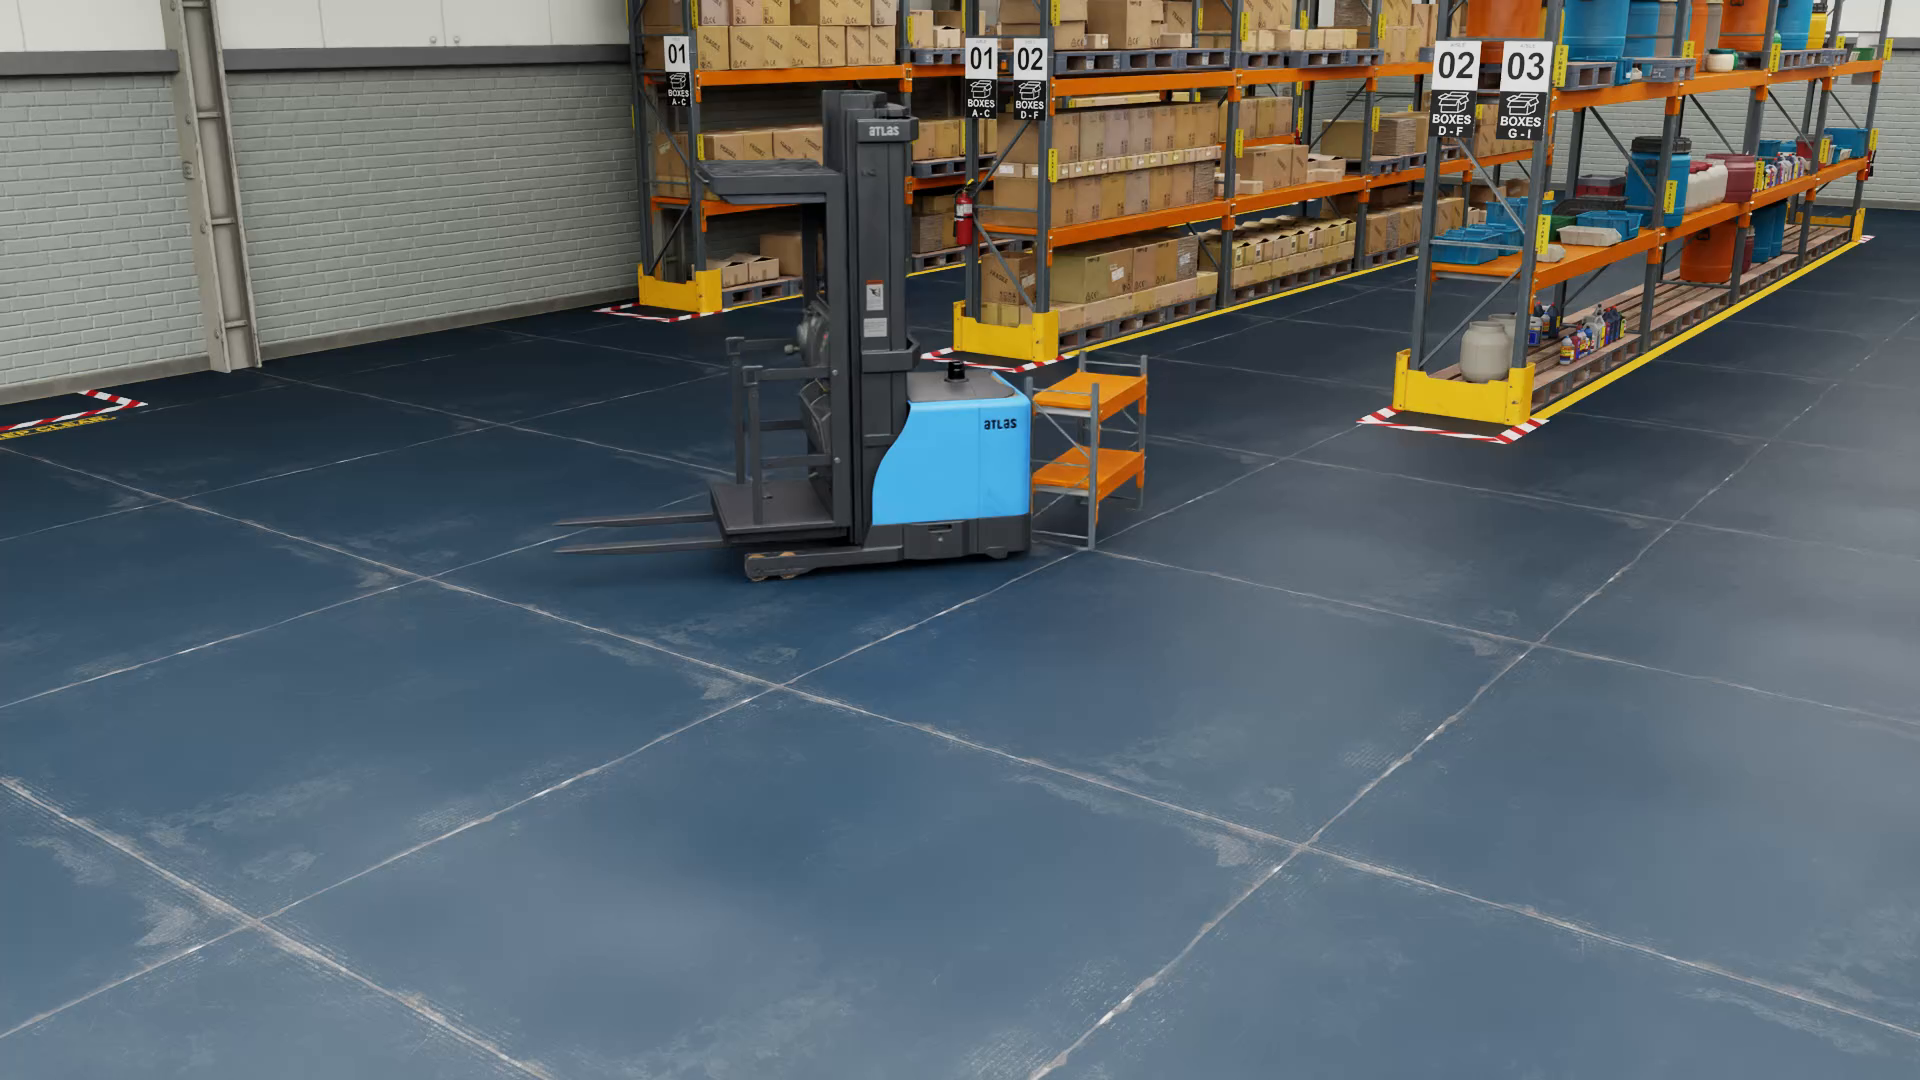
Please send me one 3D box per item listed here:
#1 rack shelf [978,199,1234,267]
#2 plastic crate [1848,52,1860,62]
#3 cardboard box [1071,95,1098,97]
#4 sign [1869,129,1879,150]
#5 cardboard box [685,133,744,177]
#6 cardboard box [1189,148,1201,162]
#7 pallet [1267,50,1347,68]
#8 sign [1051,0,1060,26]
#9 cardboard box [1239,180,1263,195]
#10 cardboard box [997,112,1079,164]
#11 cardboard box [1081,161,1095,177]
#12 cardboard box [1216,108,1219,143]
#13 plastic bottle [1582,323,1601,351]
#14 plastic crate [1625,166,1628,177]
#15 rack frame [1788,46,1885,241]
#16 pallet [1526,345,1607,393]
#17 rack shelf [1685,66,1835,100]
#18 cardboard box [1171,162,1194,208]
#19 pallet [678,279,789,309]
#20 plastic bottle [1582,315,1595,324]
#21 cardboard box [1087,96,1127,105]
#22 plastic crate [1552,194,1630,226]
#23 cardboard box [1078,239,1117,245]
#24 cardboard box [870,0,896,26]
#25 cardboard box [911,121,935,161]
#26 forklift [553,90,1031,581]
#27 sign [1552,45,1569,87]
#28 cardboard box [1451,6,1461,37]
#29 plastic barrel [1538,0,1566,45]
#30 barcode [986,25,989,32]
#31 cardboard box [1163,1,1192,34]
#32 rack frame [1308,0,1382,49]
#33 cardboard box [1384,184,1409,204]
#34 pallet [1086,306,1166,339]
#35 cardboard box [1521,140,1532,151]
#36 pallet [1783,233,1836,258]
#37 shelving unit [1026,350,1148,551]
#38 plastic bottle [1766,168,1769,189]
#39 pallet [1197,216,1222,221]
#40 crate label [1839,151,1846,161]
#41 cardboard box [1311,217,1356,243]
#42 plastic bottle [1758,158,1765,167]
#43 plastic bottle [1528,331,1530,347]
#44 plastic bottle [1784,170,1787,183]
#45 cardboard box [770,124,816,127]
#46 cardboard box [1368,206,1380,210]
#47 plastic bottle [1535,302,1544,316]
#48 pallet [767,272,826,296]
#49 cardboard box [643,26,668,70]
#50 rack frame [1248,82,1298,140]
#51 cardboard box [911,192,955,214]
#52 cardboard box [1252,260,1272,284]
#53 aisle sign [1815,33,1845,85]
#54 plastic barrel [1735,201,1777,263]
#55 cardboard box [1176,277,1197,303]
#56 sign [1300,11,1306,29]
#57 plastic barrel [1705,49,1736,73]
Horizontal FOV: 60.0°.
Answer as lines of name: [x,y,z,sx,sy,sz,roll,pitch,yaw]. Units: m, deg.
rack shelf: [1.683,-3.546,18.817,1.077,0.370,4.000,12,21,35]
plastic crate: [12.969,-7.118,24.495,0.437,0.136,0.530,12,21,35]
cardboard box: [1.959,-7.148,27.237,0.500,0.250,0.500,12,21,33]
sign: [14.452,-6.332,26.302,0.100,0.325,0.005,12,21,35]
cardboard box: [-2.964,-4.644,20.095,0.500,0.500,0.500,12,21,35]
cardboard box: [2.582,-4.499,19.412,0.380,0.149,0.250,12,21,33]
pallet: [4.261,-6.216,21.464,1.003,0.211,1.213,14,22,37]
sign: [0.933,-5.201,16.270,0.100,0.325,0.005,12,21,35]
cardboard box: [3.567,-4.421,20.845,0.380,0.149,0.250,12,21,35]
cardboard box: [0.811,-4.202,17.360,0.700,0.500,0.500,13,21,35]
cardboard box: [1.203,-3.948,17.638,0.380,0.149,0.250,13,21,35]
cardboard box: [3.997,-7.415,29.558,0.980,0.700,0.700,13,21,36]
plastic bottle: [6.291,-2.034,16.586,0.152,0.276,0.135,13,21,36]
plastic crate: [8.025,-4.142,19.416,0.402,0.464,0.583,12,21,35]
rack frame: [14.000,-6.348,26.626,1.000,3.000,0.127,12,21,35]
pallet: [5.690,-1.713,16.405,1.003,0.211,1.213,12,21,35]
rack shelf: [10.425,-6.007,21.686,1.077,0.370,4.000,12,21,35]
cardboard box: [2.306,-4.180,19.477,0.700,0.500,0.500,12,21,34]
pallet: [-2.932,-3.161,21.067,1.003,0.211,1.213,12,21,35]
plastic bottle: [6.450,-2.169,17.021,0.152,0.276,0.135,12,21,35]
cardboard box: [2.369,-7.061,26.955,0.500,0.250,0.500,13,21,35]
plastic crate: [6.436,-3.358,17.103,0.767,0.338,0.504,12,21,35]
cardboard box: [1.455,-3.198,19.149,0.500,0.500,0.500,12,21,35]
cardboard box: [-1.187,-7.040,21.911,0.500,0.500,0.500,10,20,30]
cardboard box: [-0.775,-5.613,23.351,0.700,0.500,0.500,12,21,35]
forklift: [-1.110,-1.314,10.533,3.031,2.935,1.130,-4,18,-13]
sign: [4.906,-3.875,13.592,0.100,0.325,0.005,12,21,35]
cardboard box: [7.282,-7.893,25.499,0.600,0.600,0.600,10,20,30]
plastic barrel: [5.044,-4.554,14.766,0.600,0.588,0.600,0,17,0]
barcode: [0.284,-5.280,17.151,0.001,0.075,0.075,12,21,35]
cardboard box: [2.363,-6.040,19.465,0.500,0.500,0.500,15,22,39]
rack frame: [5.258,-8.183,22.422,1.000,3.000,0.127,12,21,35]
cardboard box: [6.561,-5.335,25.575,0.500,0.250,0.500,12,21,35]
pallet: [1.641,-2.560,19.132,1.003,0.211,1.213,12,21,35]
cardboard box: [9.368,-6.875,28.155,0.500,0.500,0.500,13,21,35]
pallet: [12.751,-4.537,25.498,1.003,0.211,1.213,12,21,35]
shelving unit: [0.871,-0.639,11.405,0.538,1.125,1.048,7,19,23]
plastic bottle: [10.335,-4.646,21.365,0.097,0.271,0.097,0,17,0]
pallet: [4.177,-5.981,30.148,1.003,0.211,1.213,12,21,35]
crate label: [13.329,-5.887,25.487,0.396,0.136,0.243,12,21,35]
cardboard box: [5.144,-4.305,23.033,0.500,0.311,0.500,13,22,36]
plastic bottle: [10.474,-4.827,21.813,0.144,0.351,0.185,12,21,35]
plastic bottle: [5.683,-2.043,16.741,0.097,0.201,0.097,0,17,0]
plastic bottle: [10.996,-4.877,22.227,0.097,0.201,0.097,0,17,0]
cardboard box: [-2.166,-5.221,21.953,0.500,0.500,0.500,13,22,36]
cardboard box: [5.935,-4.722,24.865,0.500,0.500,0.500,12,21,33]
plastic bottle: [6.036,-2.316,17.367,0.144,0.351,0.185,13,22,36]
pallet: [-2.204,-3.450,21.999,1.003,0.211,1.213,12,21,35]
cardboard box: [-3.444,-5.921,19.994,0.500,0.500,0.500,14,22,39]
rack frame: [6.044,-8.098,32.264,1.000,3.000,0.127,12,21,35]
cardboard box: [-0.421,-4.898,24.168,0.500,0.250,0.500,12,21,34]
cardboard box: [3.620,-3.427,21.149,0.500,0.250,0.500,13,22,36]
aisle sign: [13.805,-7.659,26.465,0.394,0.787,0.004,12,21,35]
plastic barrel: [10.857,-4.298,22.857,0.600,0.901,0.708,12,21,35]
cardboard box: [2.468,-2.987,19.732,0.500,0.250,0.500,12,21,35]
sign: [6.472,-9.817,31.380,0.100,0.325,0.005,12,21,35]
plastic barrel: [8.663,-5.465,18.958,0.301,0.262,0.301,0,17,0]
